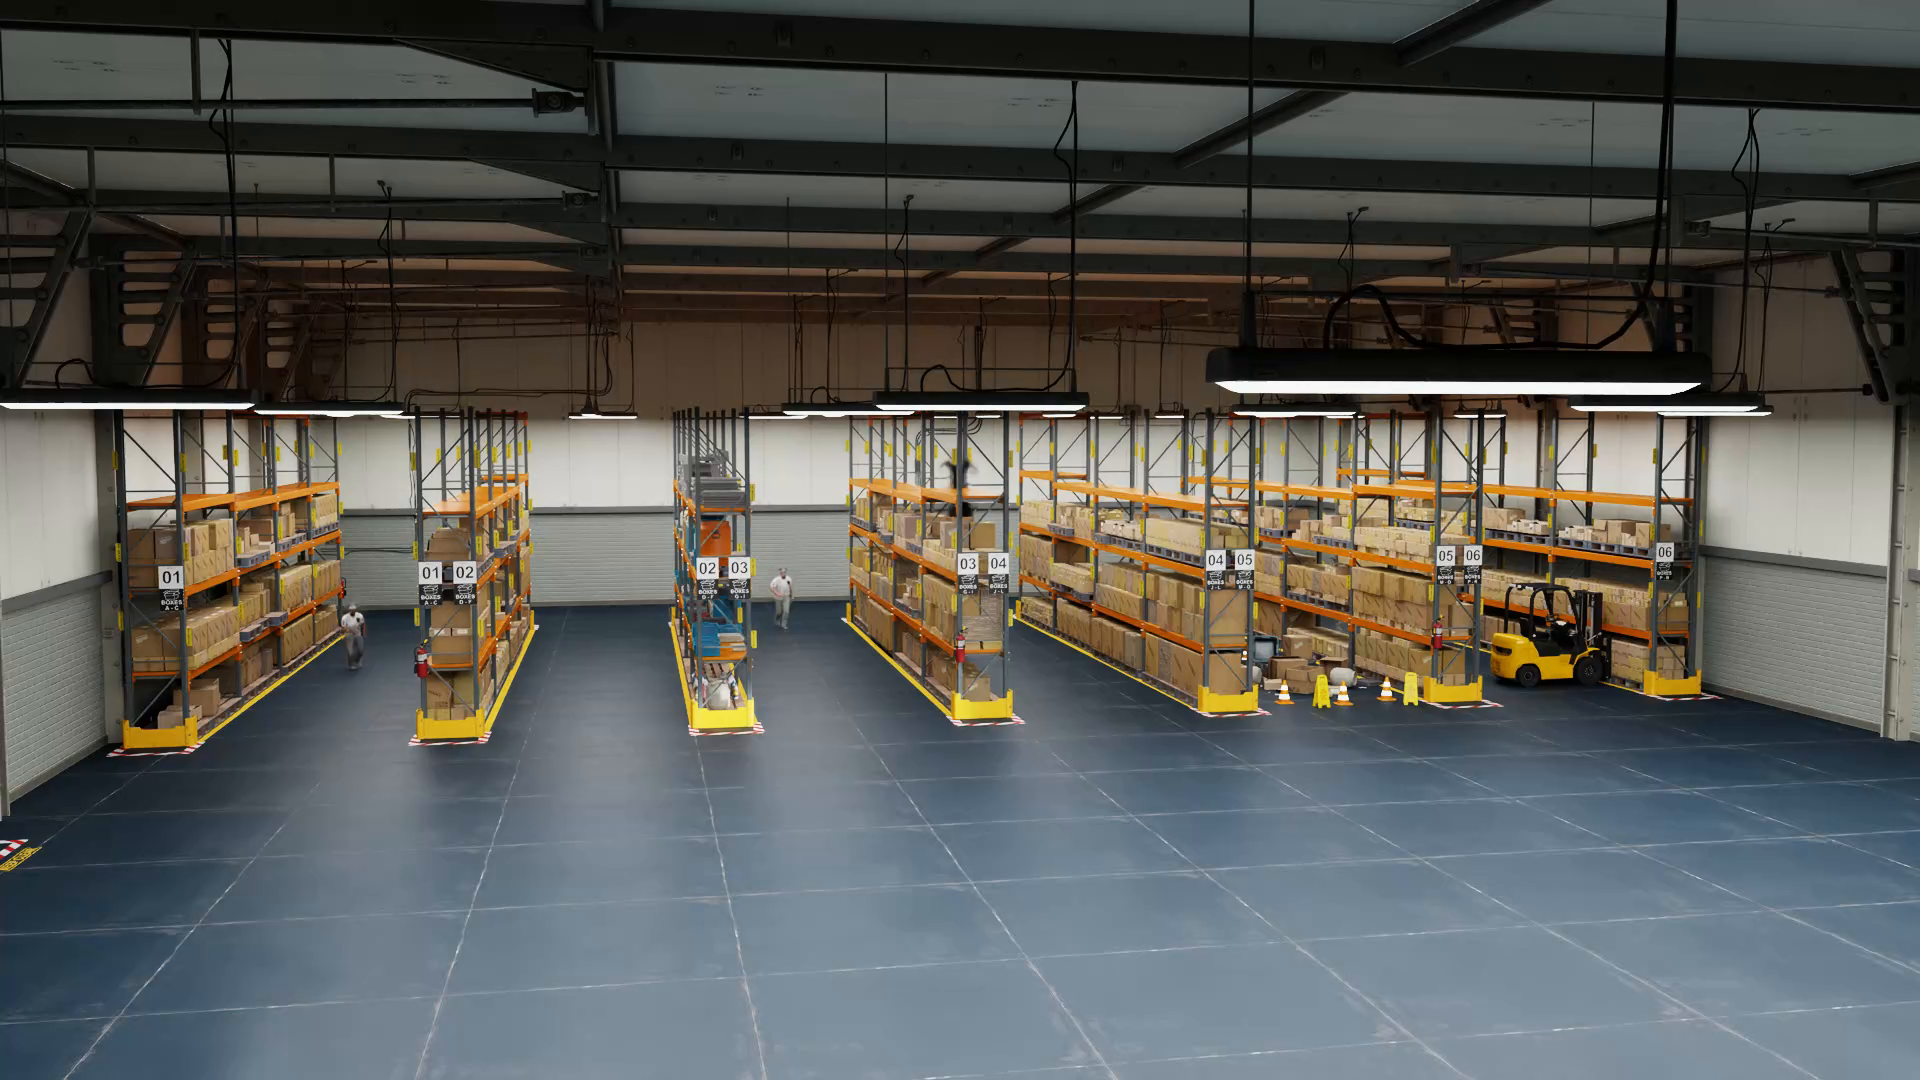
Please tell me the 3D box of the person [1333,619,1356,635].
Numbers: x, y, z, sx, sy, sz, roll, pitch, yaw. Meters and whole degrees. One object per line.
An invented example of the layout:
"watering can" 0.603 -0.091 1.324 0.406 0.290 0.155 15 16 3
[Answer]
"person" 10.237 1.702 44.531 0.699 1.722 0.975 -2 4 -24

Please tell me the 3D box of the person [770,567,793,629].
"person" -4.940 1.600 46.083 0.666 1.726 0.767 -2 4 -21

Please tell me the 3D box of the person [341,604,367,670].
"person" -13.935 2.222 38.250 0.576 1.574 0.771 -2 5 -29
